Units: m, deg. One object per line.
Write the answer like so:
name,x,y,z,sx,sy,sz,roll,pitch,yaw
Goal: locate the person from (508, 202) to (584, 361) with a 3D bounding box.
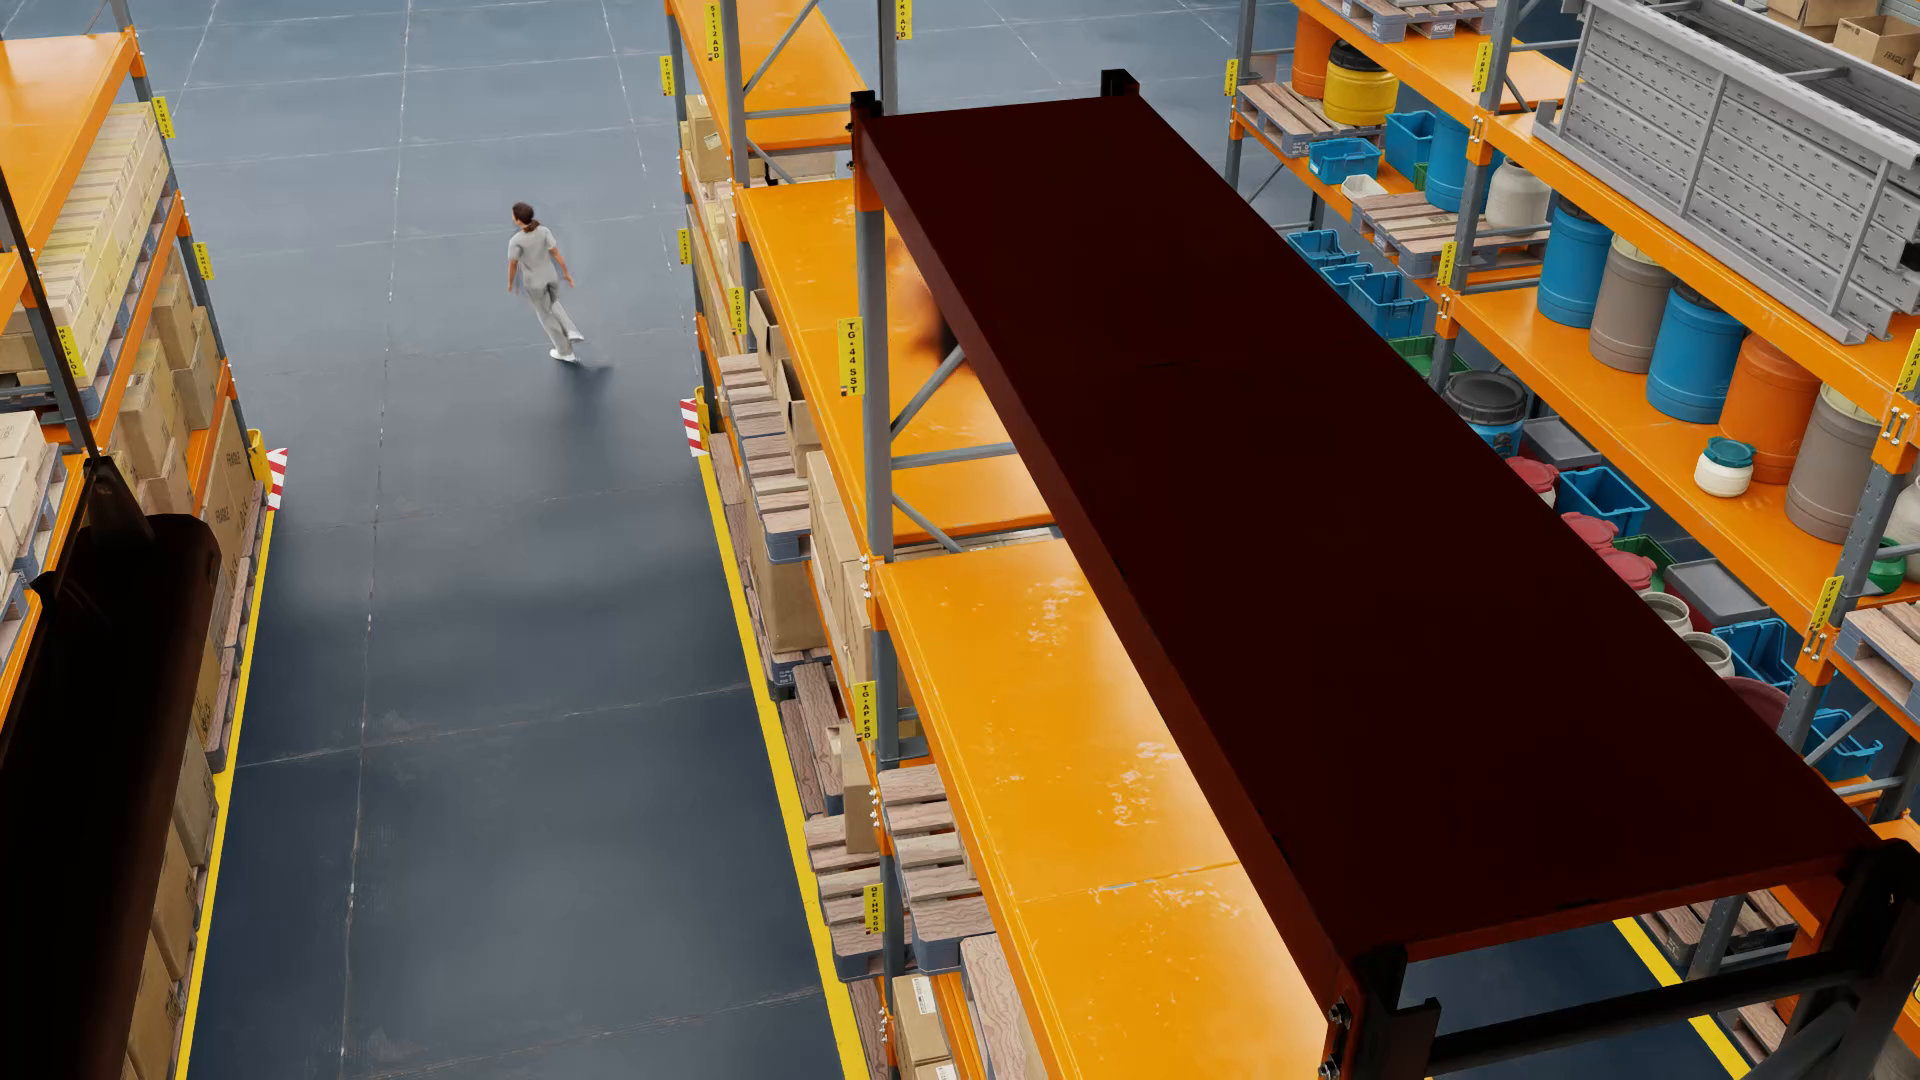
person,-4.101,-2.525,16.331,0.533,1.640,0.569,27,43,34
